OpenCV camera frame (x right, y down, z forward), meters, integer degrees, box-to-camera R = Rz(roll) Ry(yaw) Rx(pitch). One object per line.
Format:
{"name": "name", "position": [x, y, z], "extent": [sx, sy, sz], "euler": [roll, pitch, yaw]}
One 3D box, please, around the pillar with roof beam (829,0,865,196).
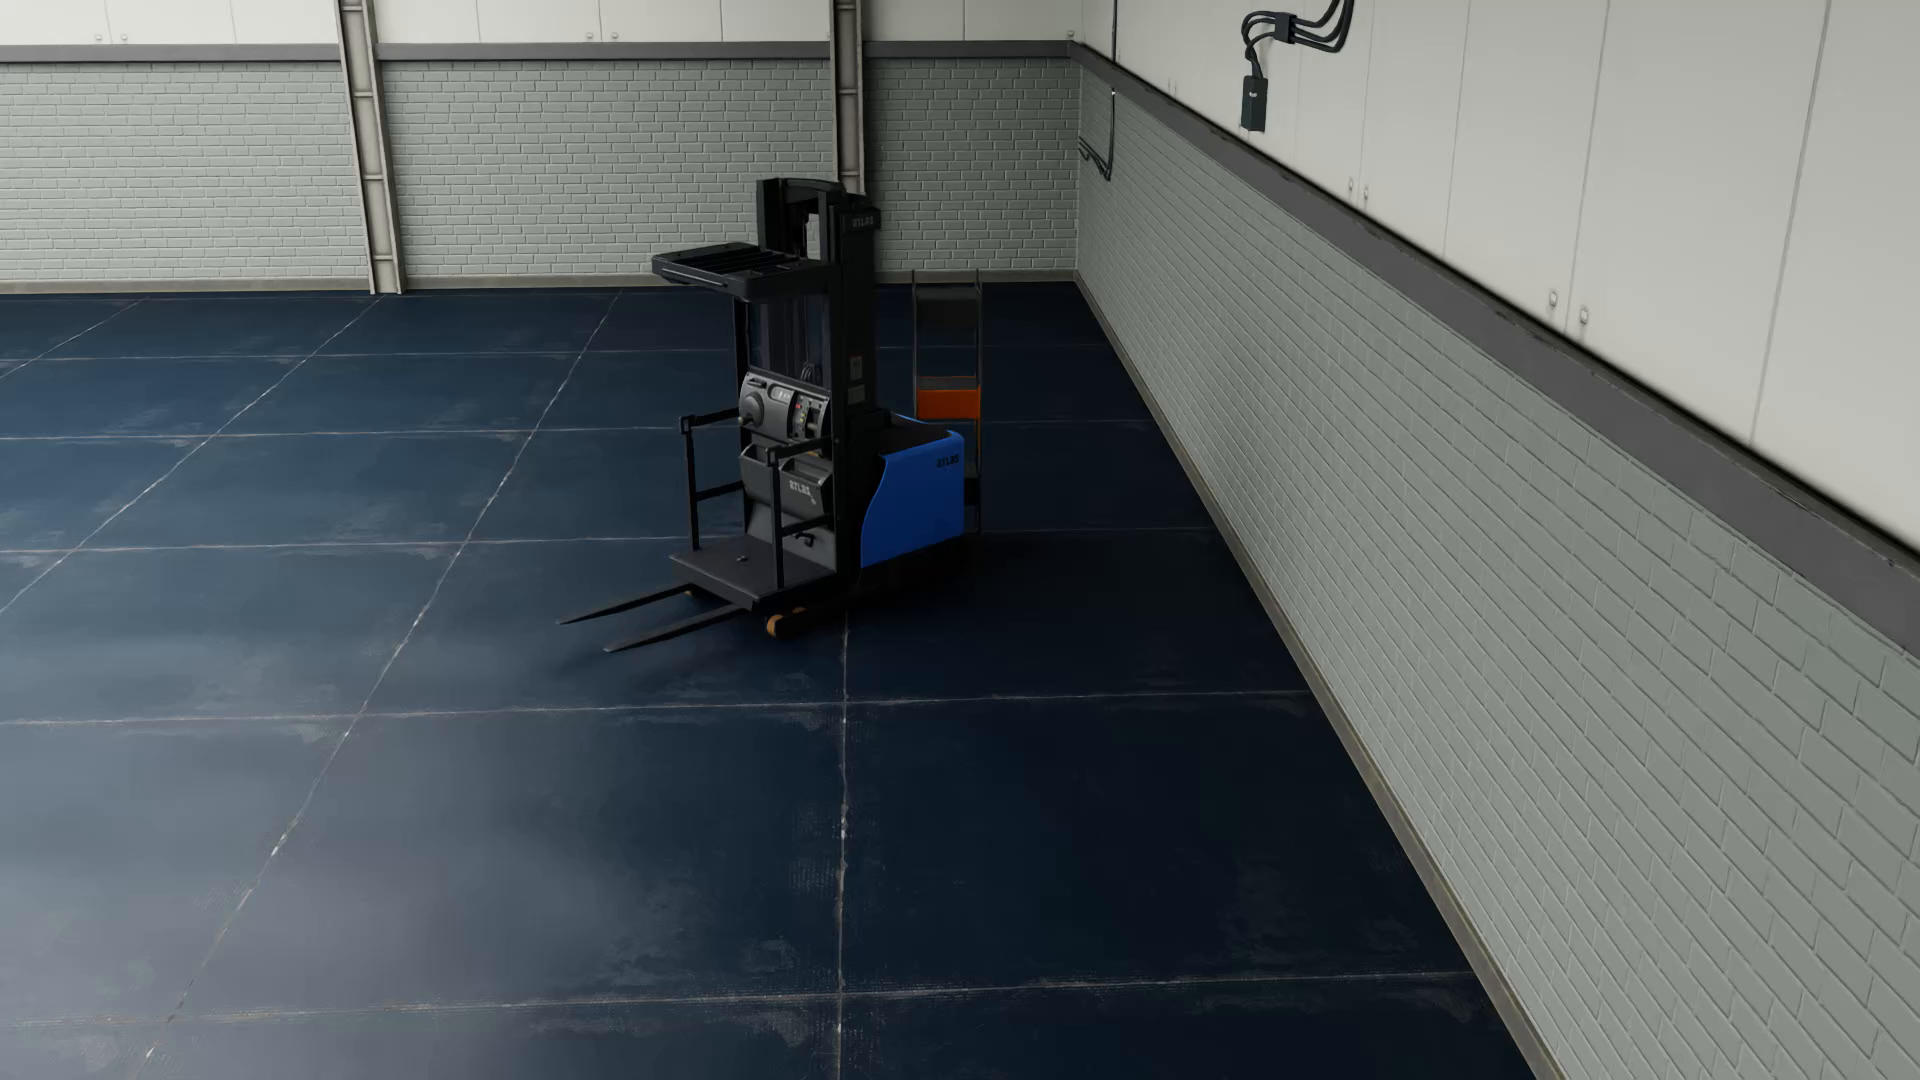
{"name": "pillar with roof beam", "position": [-1.182, -6.031, 16.314], "extent": [0.400, 9.000, 9.100], "euler": [-1, 21, -3]}

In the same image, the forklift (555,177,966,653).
{"name": "forklift", "position": [-1.371, -0.903, 11.374], "extent": [3.031, 2.935, 1.130], "euler": [-19, 28, -40]}

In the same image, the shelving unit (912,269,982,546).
{"name": "shelving unit", "position": [-0.099, -1.002, 12.802], "extent": [0.503, 2.100, 0.431], "euler": [-1, 21, -4]}

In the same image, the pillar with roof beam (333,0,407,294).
{"name": "pillar with roof beam", "position": [-7.172, -5.909, 15.994], "extent": [0.400, 9.000, 9.100], "euler": [-1, 21, -3]}

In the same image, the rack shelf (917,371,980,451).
{"name": "rack shelf", "position": [-0.099, -0.989, 12.807], "extent": [0.480, 0.518, 0.431], "euler": [-1, 21, -4]}

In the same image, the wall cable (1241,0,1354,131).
{"name": "wall cable", "position": [2.115, -5.367, 9.790], "extent": [0.169, 6.003, 2.305], "euler": [-1, 21, -3]}

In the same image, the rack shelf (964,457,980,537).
{"name": "rack shelf", "position": [-0.099, -0.335, 13.056], "extent": [0.480, 0.518, 0.431], "euler": [-1, 21, -4]}

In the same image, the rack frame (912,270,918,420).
{"name": "rack frame", "position": [-0.342, -0.996, 12.787], "extent": [0.015, 2.100, 0.400], "euler": [-1, 21, -4]}

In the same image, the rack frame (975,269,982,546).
{"name": "rack frame", "position": [0.145, -1.008, 12.818], "extent": [0.015, 2.100, 0.400], "euler": [-1, 21, -4]}

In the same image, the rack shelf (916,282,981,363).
{"name": "rack shelf", "position": [-0.099, -1.644, 12.558], "extent": [0.480, 0.518, 0.431], "euler": [-1, 21, -4]}

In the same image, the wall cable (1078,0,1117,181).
{"name": "wall cable", "position": [1.589, -5.699, 19.806], "extent": [0.112, 2.526, 3.097], "euler": [-1, 21, -3]}
